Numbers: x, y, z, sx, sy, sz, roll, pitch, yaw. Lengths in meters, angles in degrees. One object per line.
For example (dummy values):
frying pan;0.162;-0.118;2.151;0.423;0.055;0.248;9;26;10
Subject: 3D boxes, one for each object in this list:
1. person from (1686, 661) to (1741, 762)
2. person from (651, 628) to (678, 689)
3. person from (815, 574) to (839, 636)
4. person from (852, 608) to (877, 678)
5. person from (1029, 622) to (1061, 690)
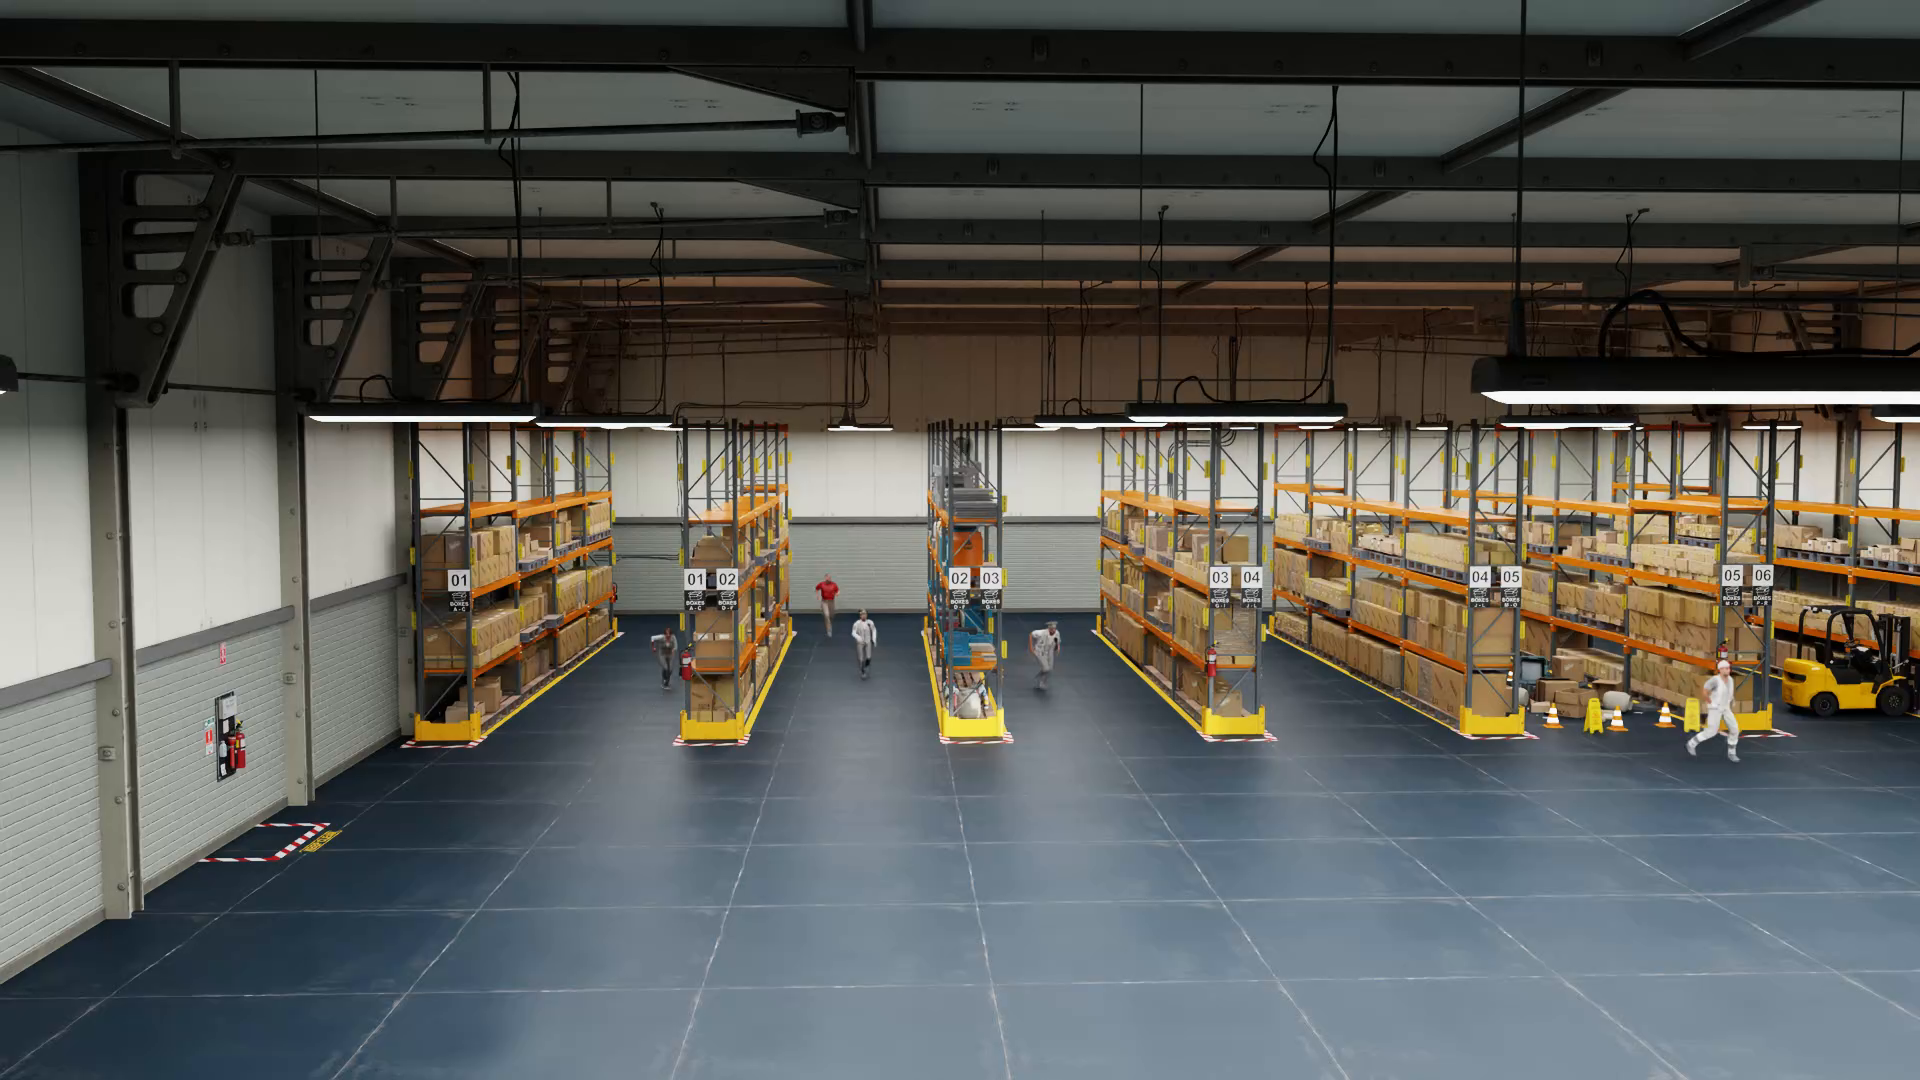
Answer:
person;13.292;2.996;29.179;0.885;1.778;0.732;-2;4;-27
person;-6.572;2.636;37.005;0.566;1.431;0.820;-1;4;-19
person;-3.770;1.831;47.412;0.677;1.745;0.929;-1;4;-20
person;-2.229;2.408;38.868;0.592;1.646;0.547;-1;4;-9
person;1.884;2.576;36.930;0.695;1.573;0.891;-2;4;-25
